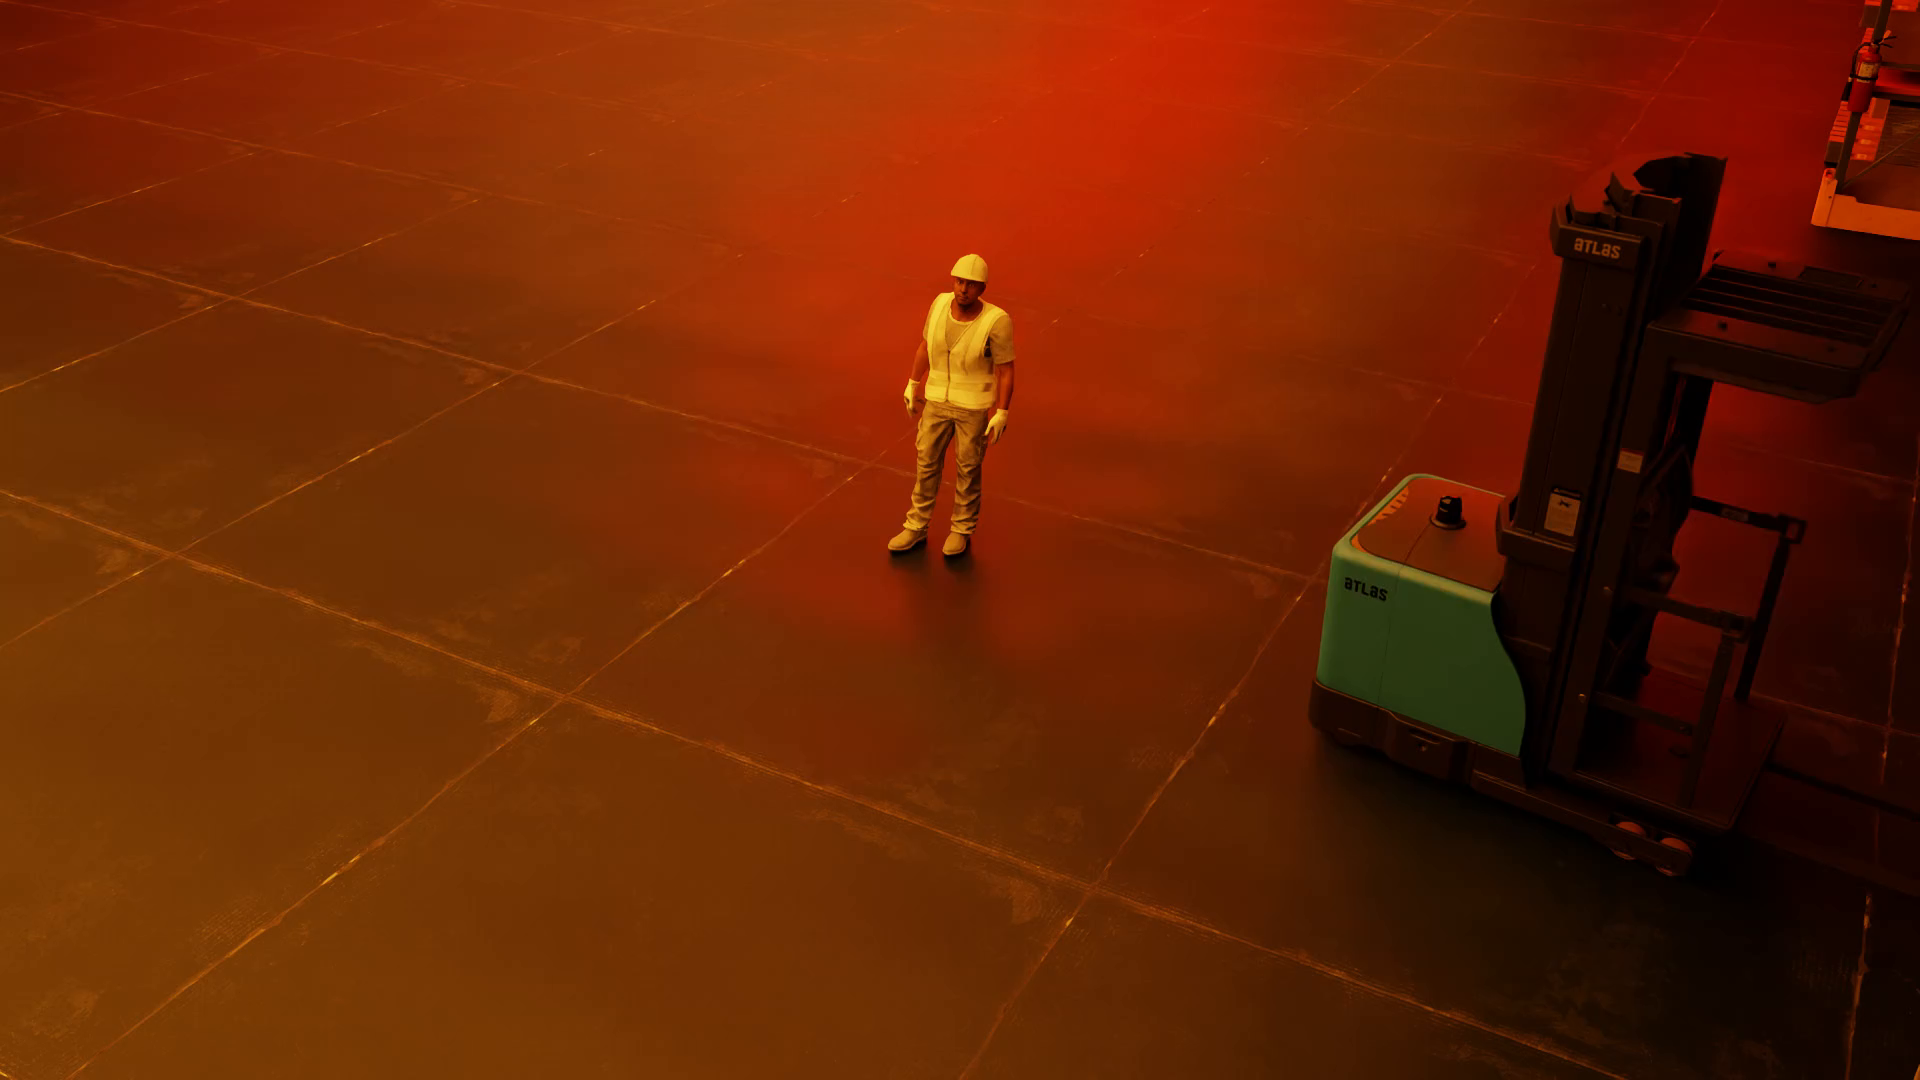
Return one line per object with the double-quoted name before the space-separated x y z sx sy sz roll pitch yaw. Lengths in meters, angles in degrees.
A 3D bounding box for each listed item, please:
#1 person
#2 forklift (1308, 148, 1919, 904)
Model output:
"person" -0.042 -0.748 9.502 0.656 1.784 0.575 15 33 25
"forklift" 3.236 -0.075 7.201 3.031 2.935 1.130 20 35 30
